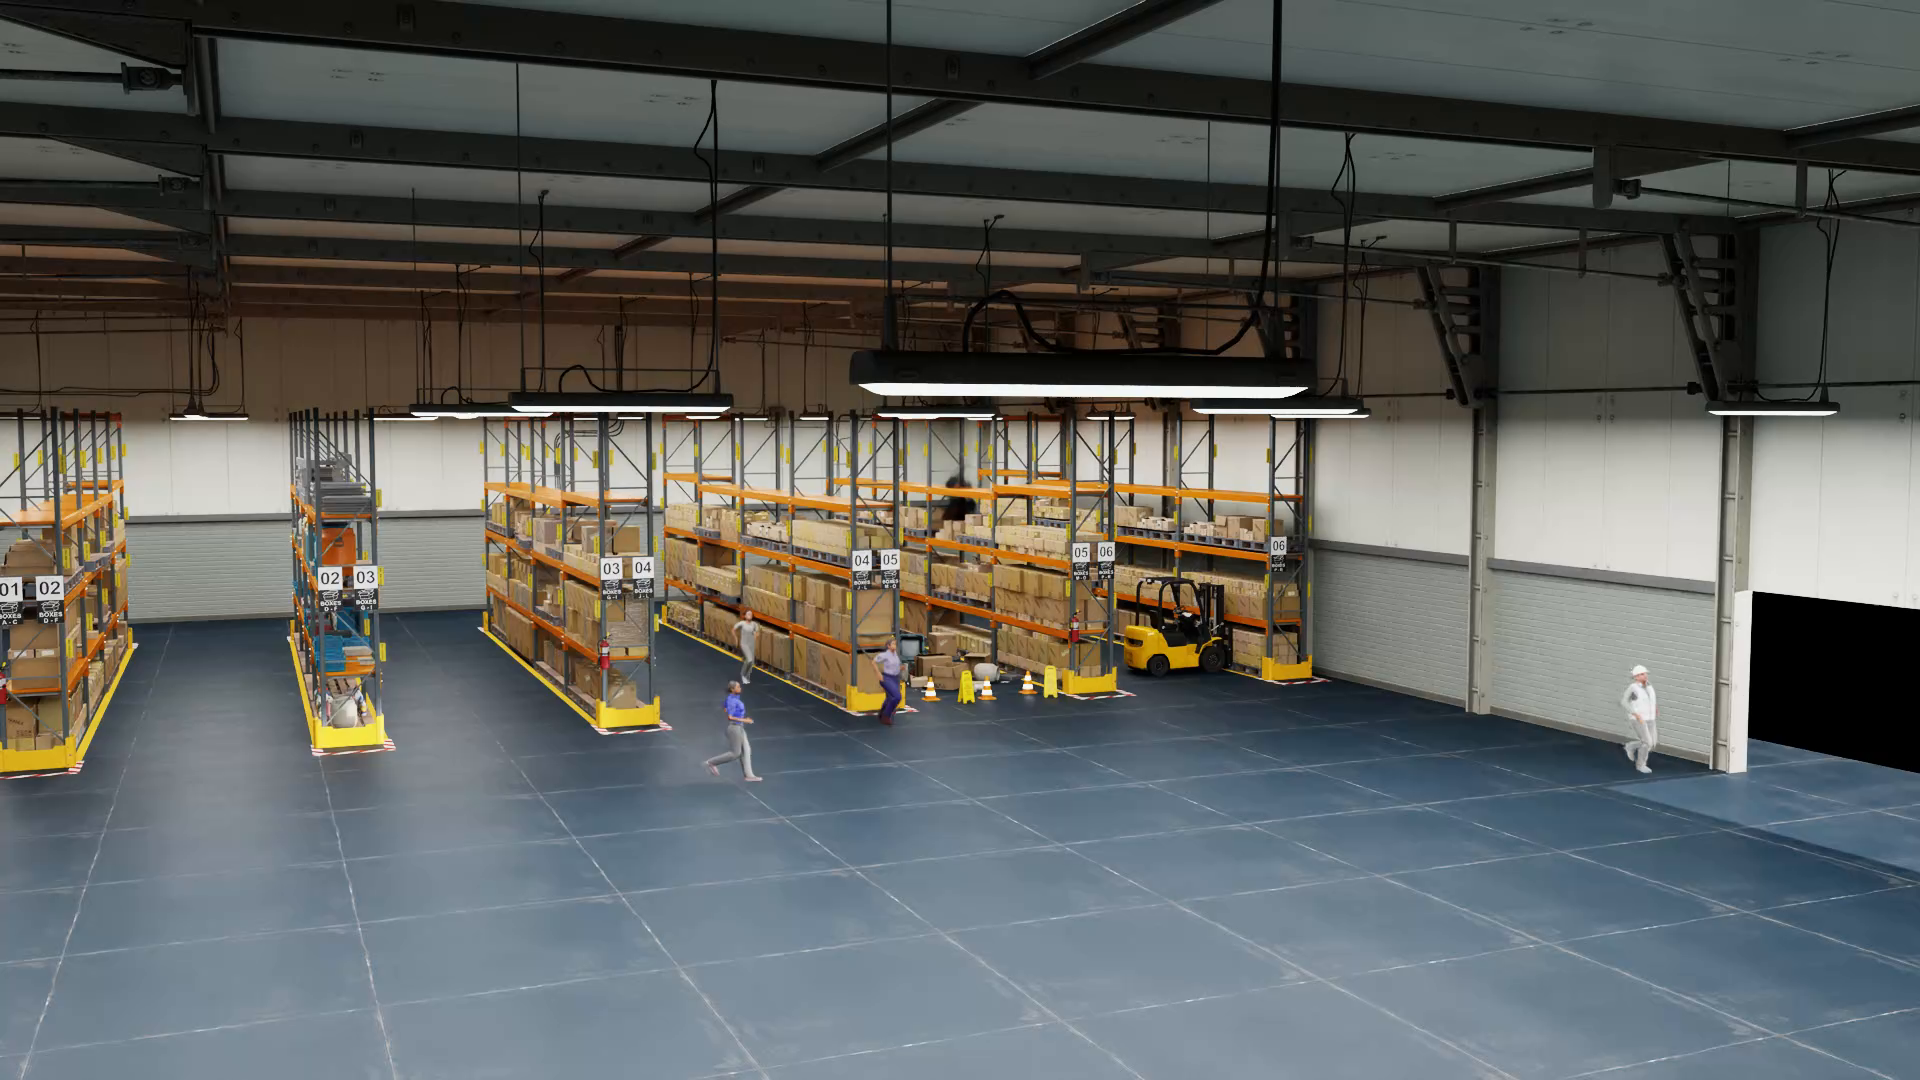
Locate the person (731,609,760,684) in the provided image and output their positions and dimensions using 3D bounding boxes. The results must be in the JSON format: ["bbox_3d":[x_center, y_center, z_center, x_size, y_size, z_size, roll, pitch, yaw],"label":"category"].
[{"bbox_3d":[-4.637,2.333,36.400,0.552,1.639,0.613,-3,5,-37],"label":"person"}]

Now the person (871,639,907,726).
[{"bbox_3d":[-1.301,2.706,31.589,0.631,1.632,0.596,2,4,24],"label":"person"}]

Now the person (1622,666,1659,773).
[{"bbox_3d":[11.233,2.940,27.461,0.660,1.746,0.540,-2,4,-26],"label":"person"}]

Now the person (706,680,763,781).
[{"bbox_3d":[-3.591,3.041,26.459,0.887,1.632,0.581,0,4,-1],"label":"person"}]
